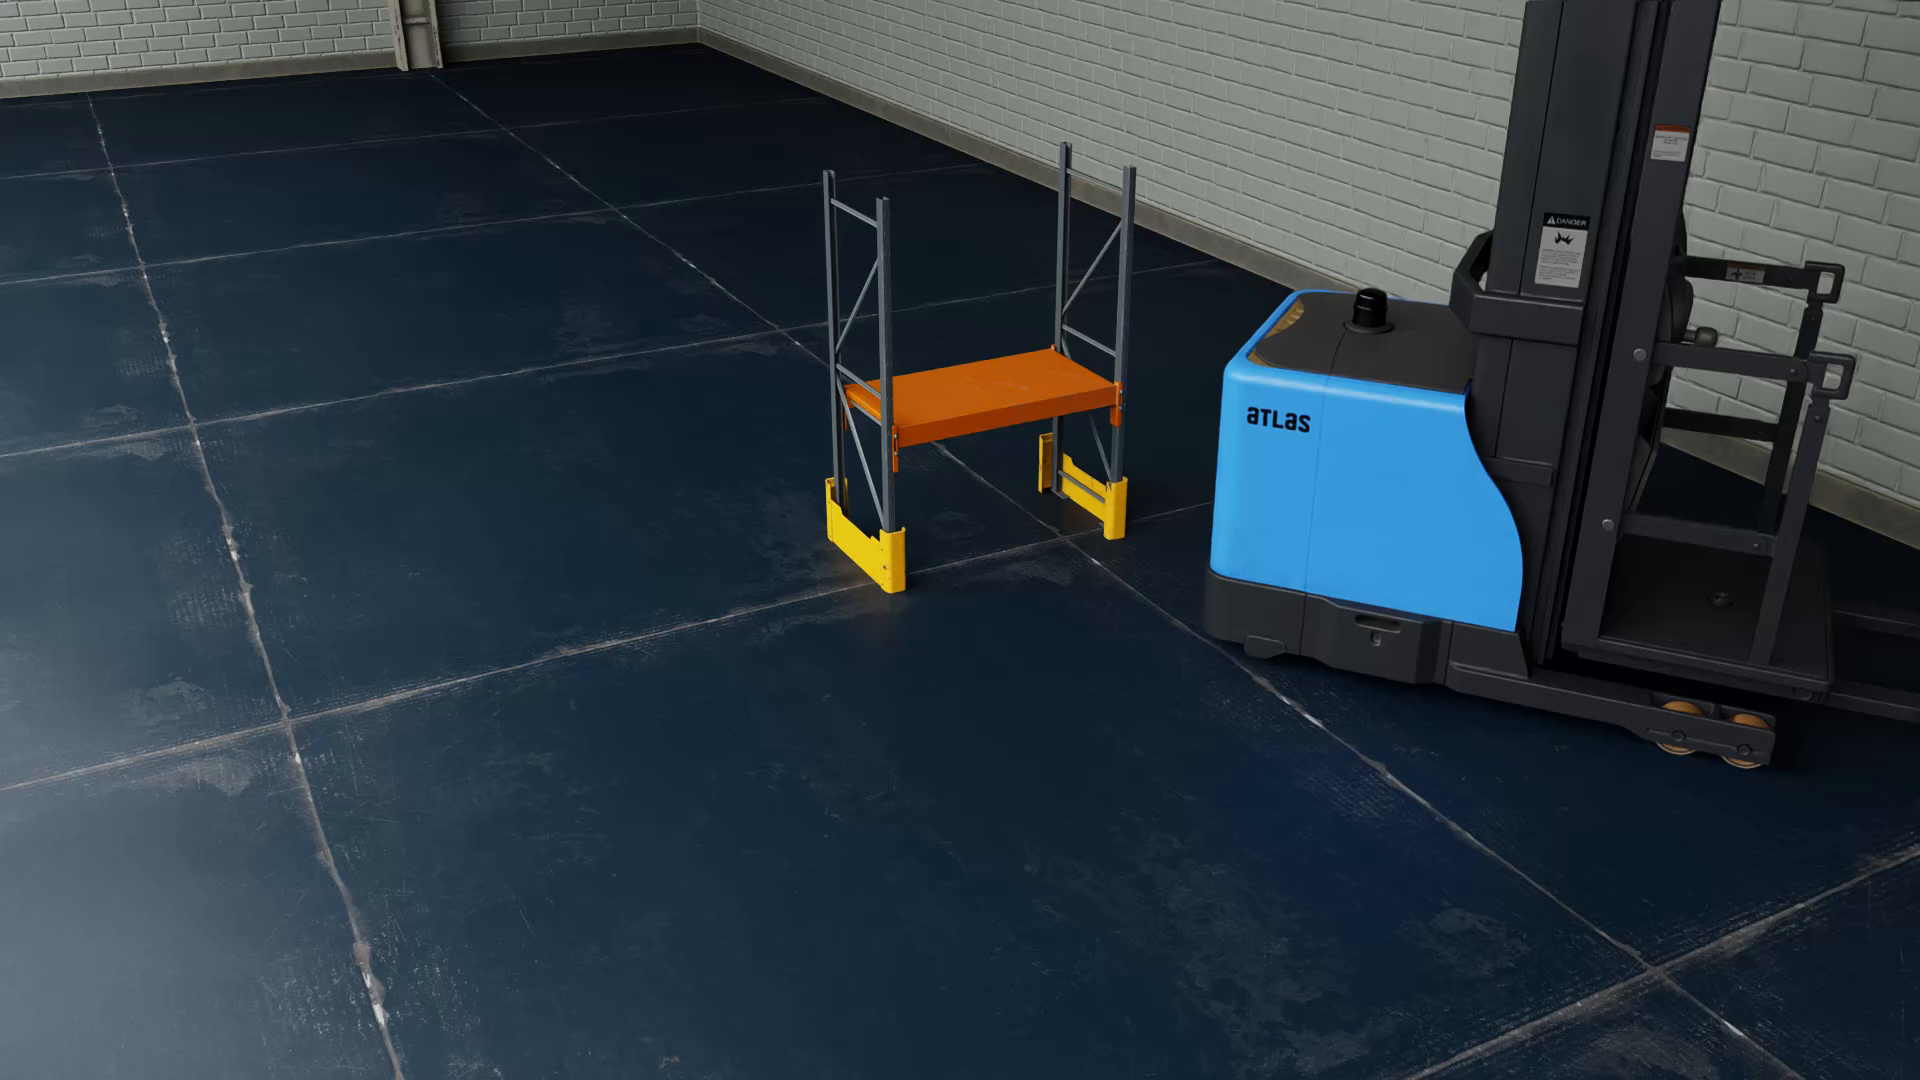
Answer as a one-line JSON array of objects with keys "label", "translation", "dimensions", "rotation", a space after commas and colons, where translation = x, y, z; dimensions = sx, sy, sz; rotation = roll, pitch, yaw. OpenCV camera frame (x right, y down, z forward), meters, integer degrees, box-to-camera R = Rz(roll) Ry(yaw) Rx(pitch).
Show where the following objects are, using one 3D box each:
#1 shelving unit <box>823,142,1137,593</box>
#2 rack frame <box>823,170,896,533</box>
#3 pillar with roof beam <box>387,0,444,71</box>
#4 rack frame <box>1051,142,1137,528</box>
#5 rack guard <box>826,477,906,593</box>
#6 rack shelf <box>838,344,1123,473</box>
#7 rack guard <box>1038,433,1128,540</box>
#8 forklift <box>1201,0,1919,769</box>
[{"label": "shelving unit", "translation": [0.067, -0.692, 6.458], "dimensions": [1.083, 1.500, 0.587], "rotation": [-13, 29, -25]}, {"label": "rack frame", "translation": [-0.373, -0.590, 6.246], "dimensions": [0.032, 1.500, 0.500], "rotation": [-13, 29, -25]}, {"label": "pillar with roof beam", "translation": [-3.352, -7.126, 11.195], "dimensions": [0.400, 9.000, 9.100], "rotation": [-13, 29, -25]}, {"label": "rack frame", "translation": [0.524, -0.797, 6.677], "dimensions": [0.032, 1.500, 0.500], "rotation": [-13, 29, -25]}, {"label": "rack guard", "translation": [-0.372, -0.027, 6.517], "dimensions": [0.087, 0.250, 0.587], "rotation": [-13, 29, -25]}, {"label": "rack shelf", "translation": [0.075, -0.531, 6.539], "dimensions": [1.000, 0.185, 0.538], "rotation": [-13, 29, -25]}, {"label": "rack guard", "translation": [0.507, -0.230, 6.939], "dimensions": [0.087, 0.250, 0.587], "rotation": [-13, 29, -25]}, {"label": "forklift", "translation": [2.426, -0.862, 5.160], "dimensions": [3.031, 2.935, 1.130], "rotation": [11, 28, 22]}]
